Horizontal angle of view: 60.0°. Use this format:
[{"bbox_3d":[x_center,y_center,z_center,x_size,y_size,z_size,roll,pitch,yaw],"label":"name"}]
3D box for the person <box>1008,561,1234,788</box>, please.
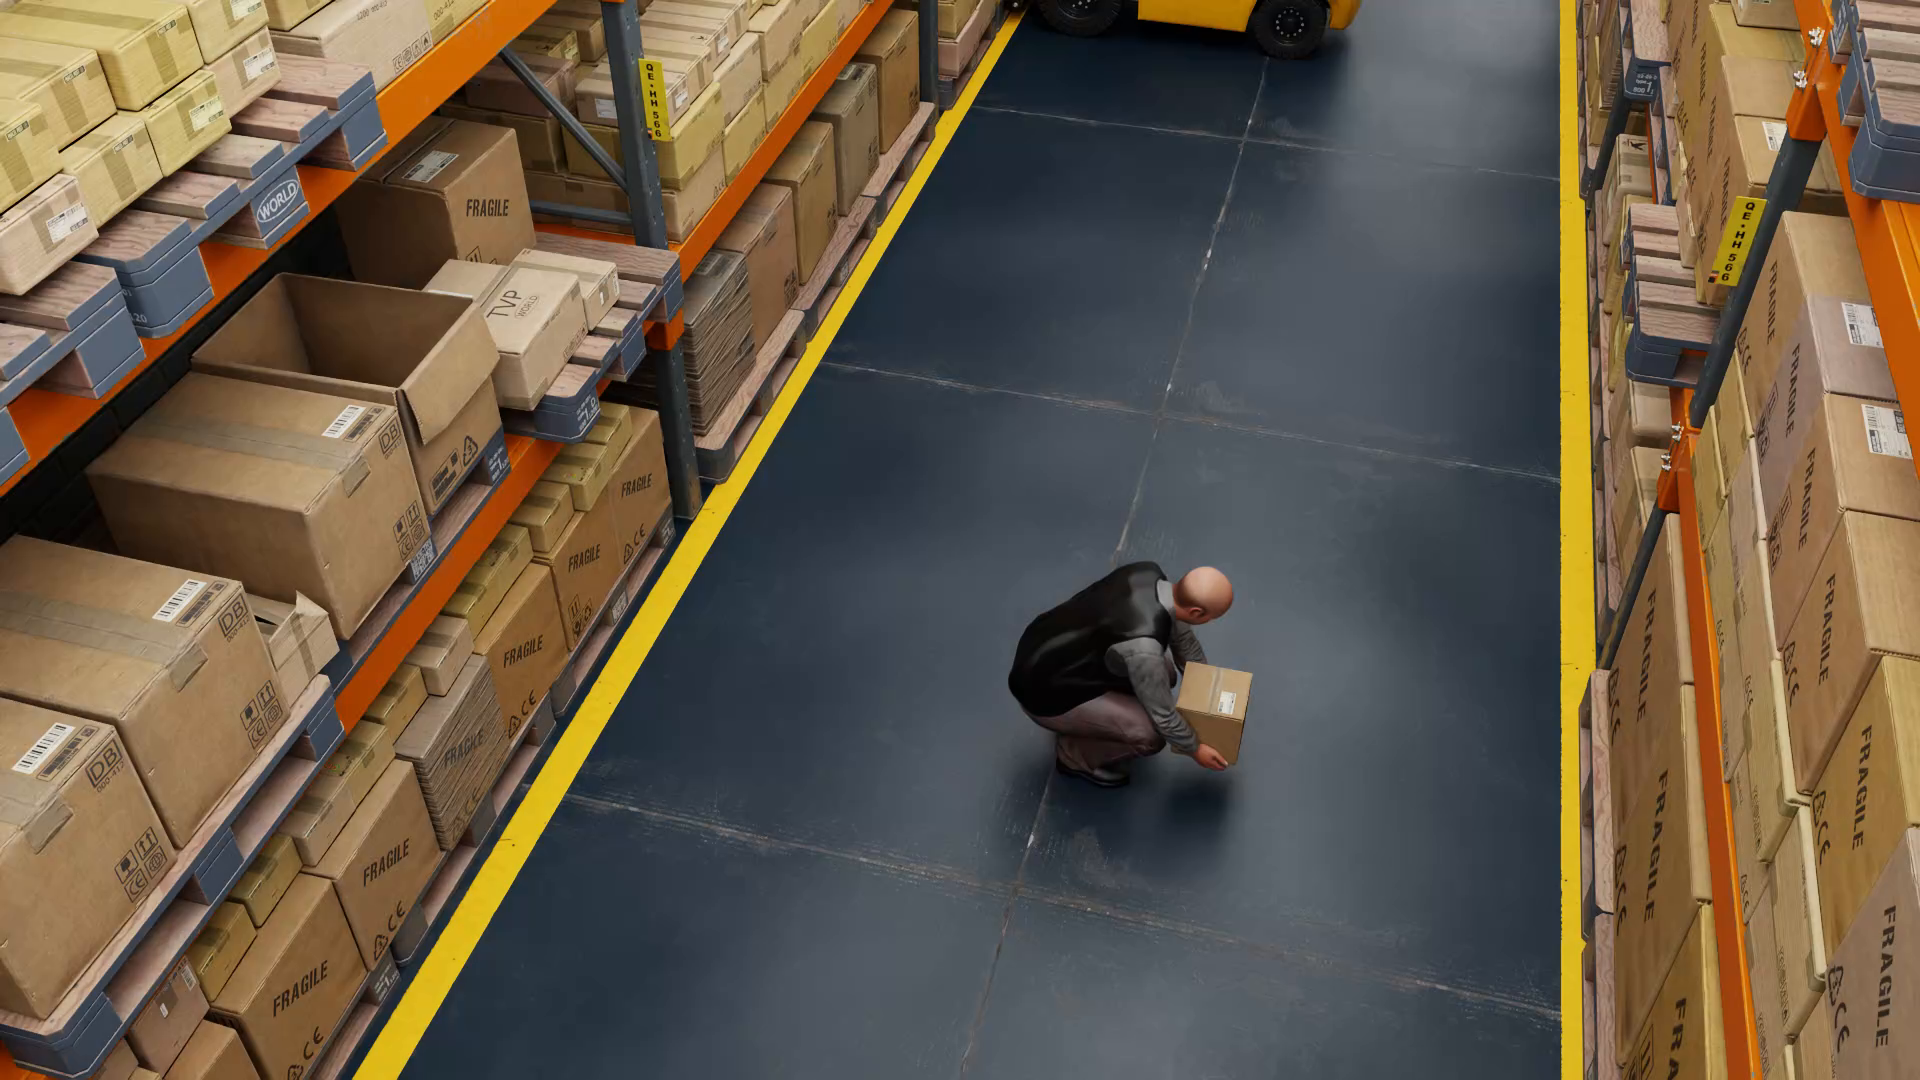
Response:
[{"bbox_3d":[0.633,0.472,6.215,0.837,0.968,0.527,10,42,11],"label":"person"}]
